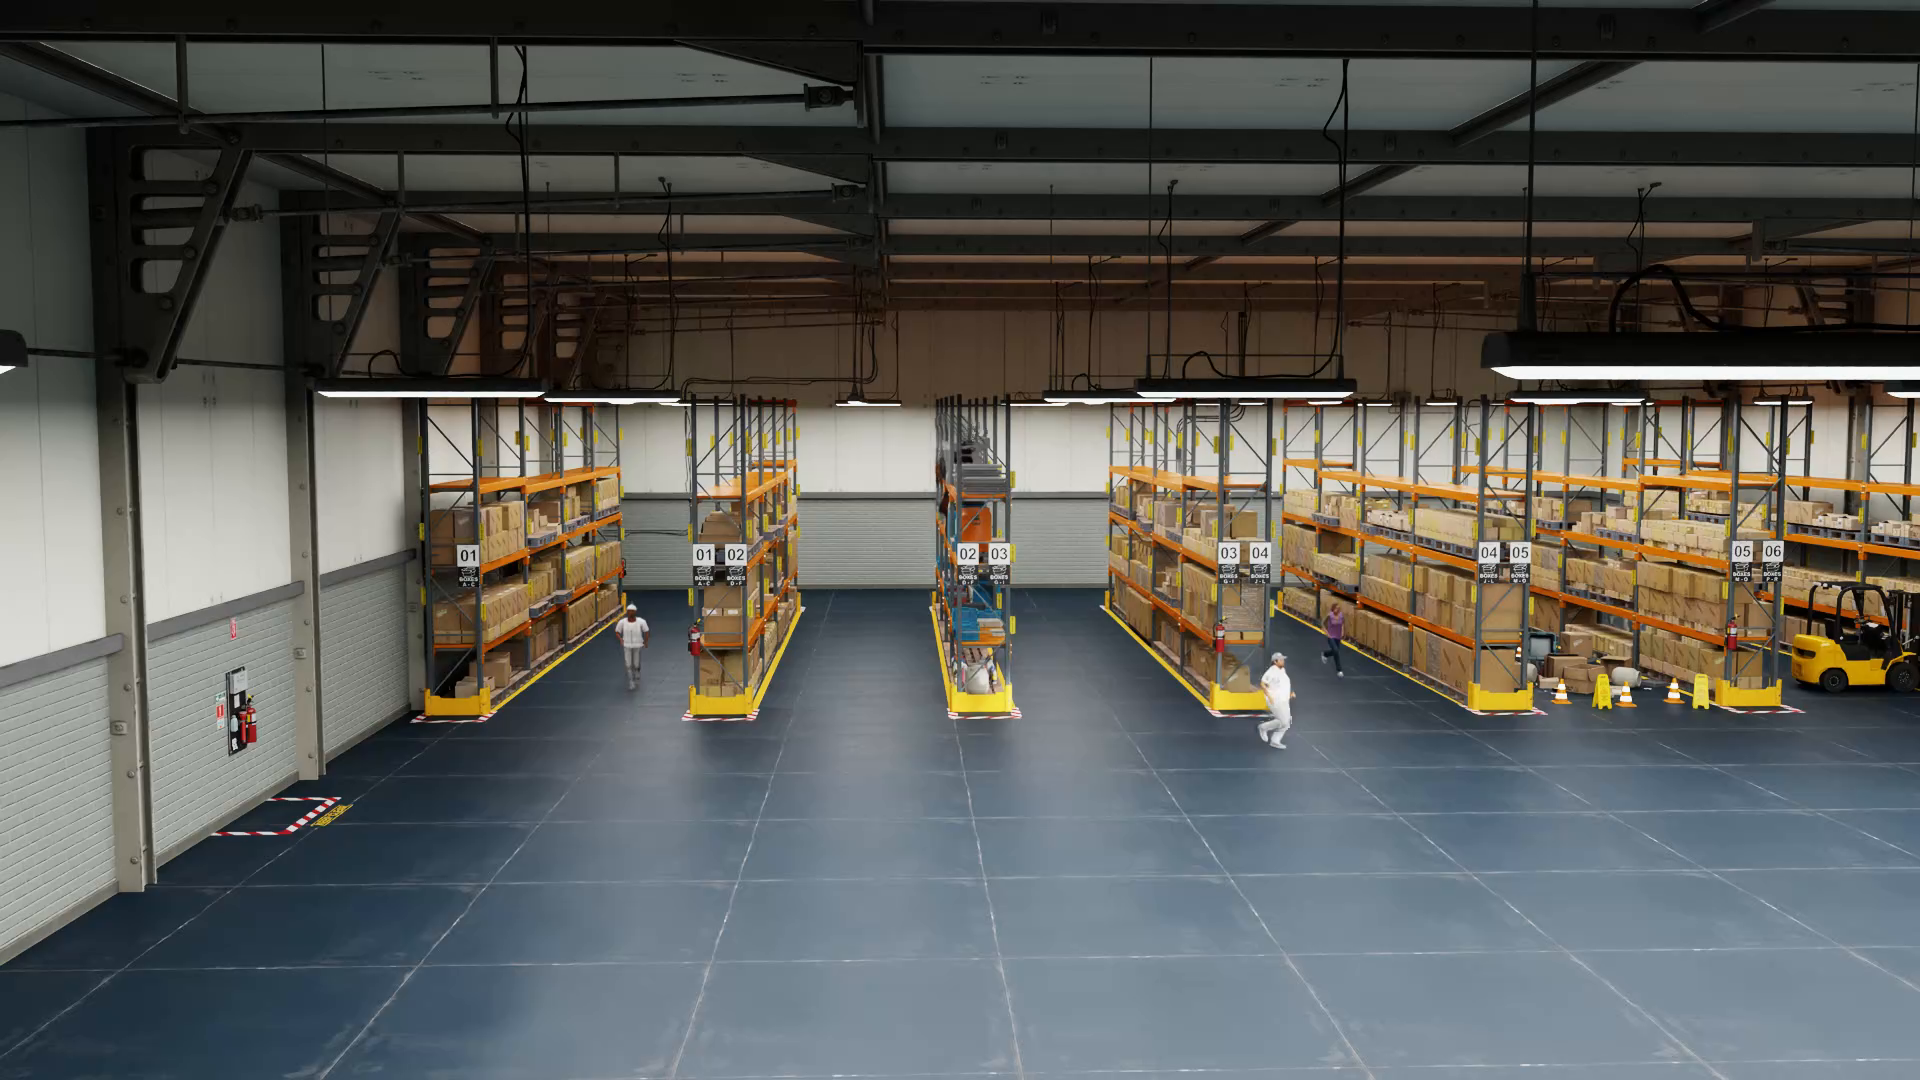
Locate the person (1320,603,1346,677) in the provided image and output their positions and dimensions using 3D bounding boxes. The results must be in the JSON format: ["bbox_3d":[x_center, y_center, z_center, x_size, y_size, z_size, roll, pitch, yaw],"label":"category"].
[{"bbox_3d":[8.051,2.126,35.960,0.536,1.587,0.943,-1,5,-15],"label":"person"}]

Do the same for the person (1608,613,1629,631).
[{"bbox_3d":[16.777,1.541,42.345,0.598,1.743,0.779,-1,5,-12],"label":"person"}]

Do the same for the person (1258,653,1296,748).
[{"bbox_3d":[5.378,2.712,28.128,0.554,1.622,0.620,3,6,38],"label":"person"}]

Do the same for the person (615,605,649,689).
[{"bbox_3d":[-6.740,2.181,34.183,0.702,1.726,0.598,-1,5,-8],"label":"person"}]
